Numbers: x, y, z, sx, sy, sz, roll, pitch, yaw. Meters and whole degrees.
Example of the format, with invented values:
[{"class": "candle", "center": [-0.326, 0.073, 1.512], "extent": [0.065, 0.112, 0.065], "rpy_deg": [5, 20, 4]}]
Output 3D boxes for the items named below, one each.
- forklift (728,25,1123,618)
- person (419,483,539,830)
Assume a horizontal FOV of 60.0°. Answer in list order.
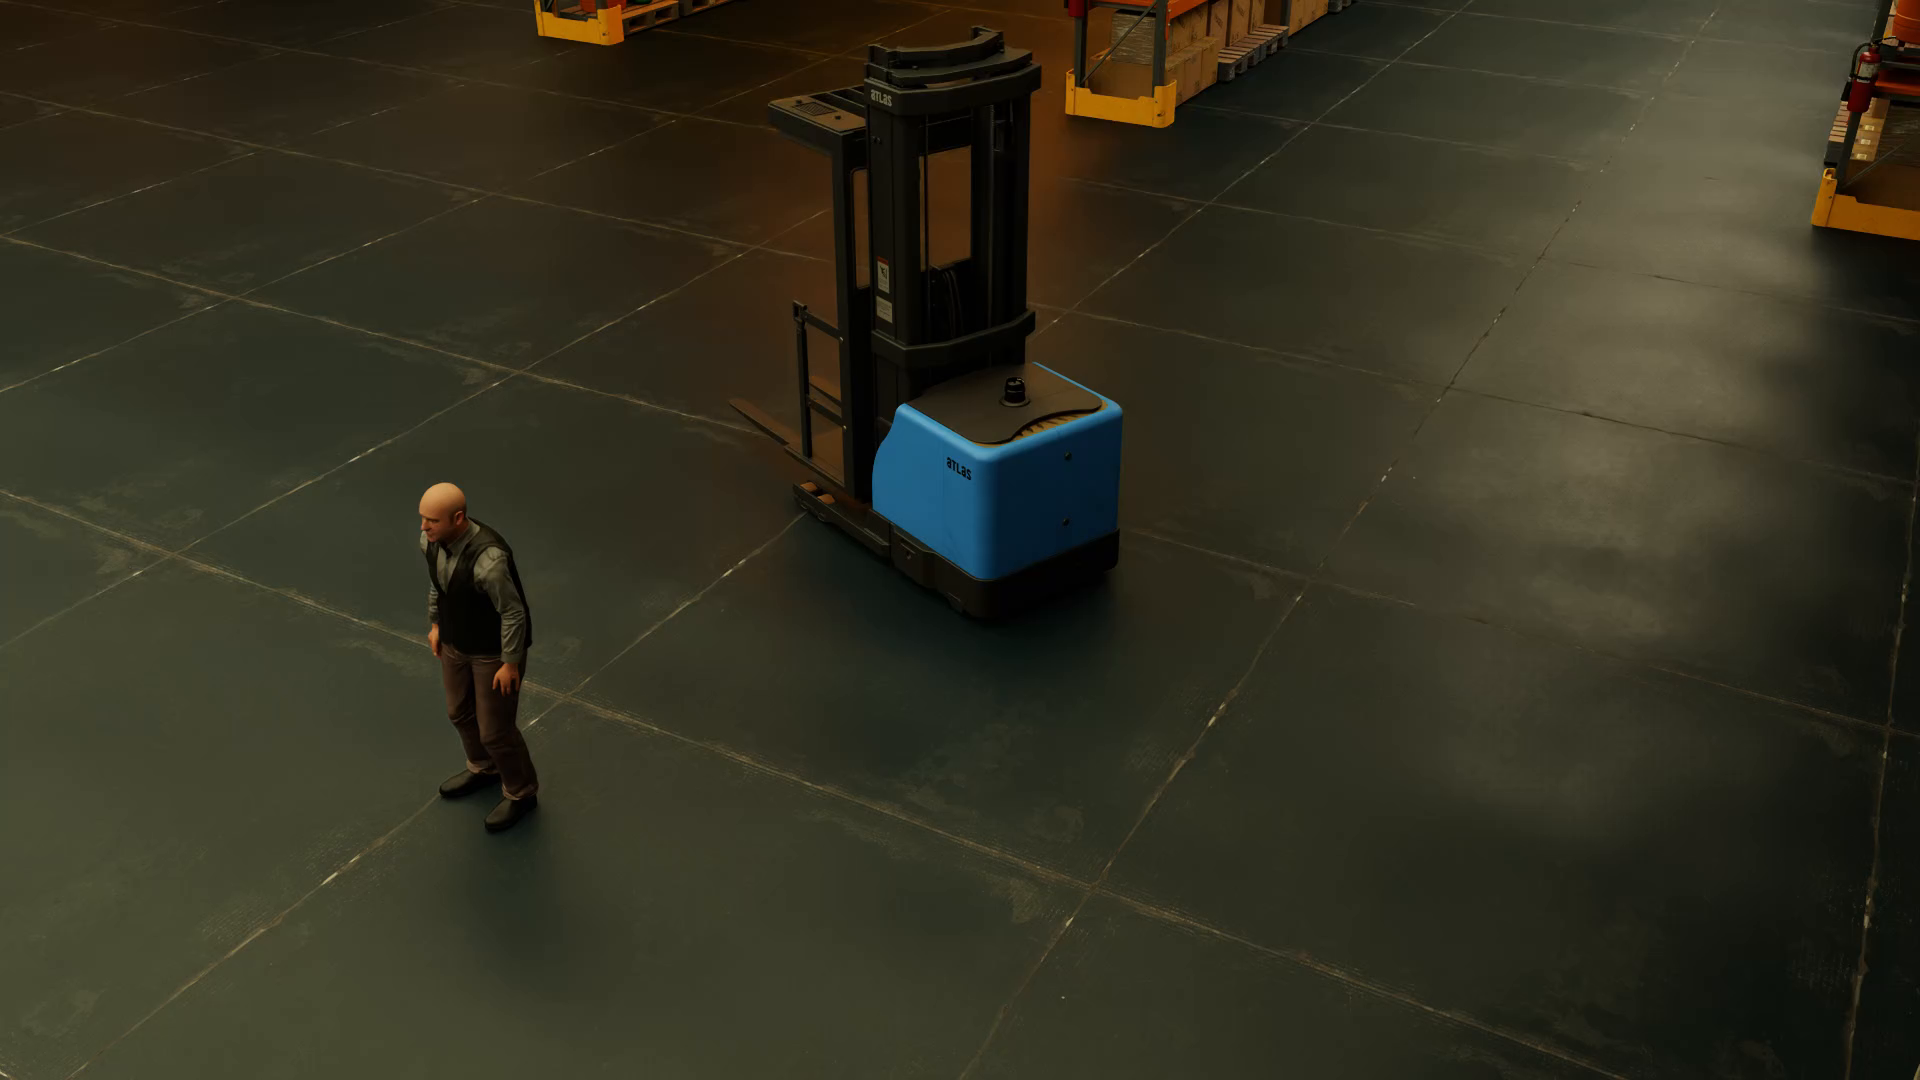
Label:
[{"class": "forklift", "center": [-0.377, -1.516, 9.698], "extent": [1.130, 2.935, 3.031], "rpy_deg": [-21, 36, -32]}, {"class": "person", "center": [-2.145, 0.481, 7.450], "extent": [0.593, 1.720, 0.425], "rpy_deg": [22, 37, 33]}]
